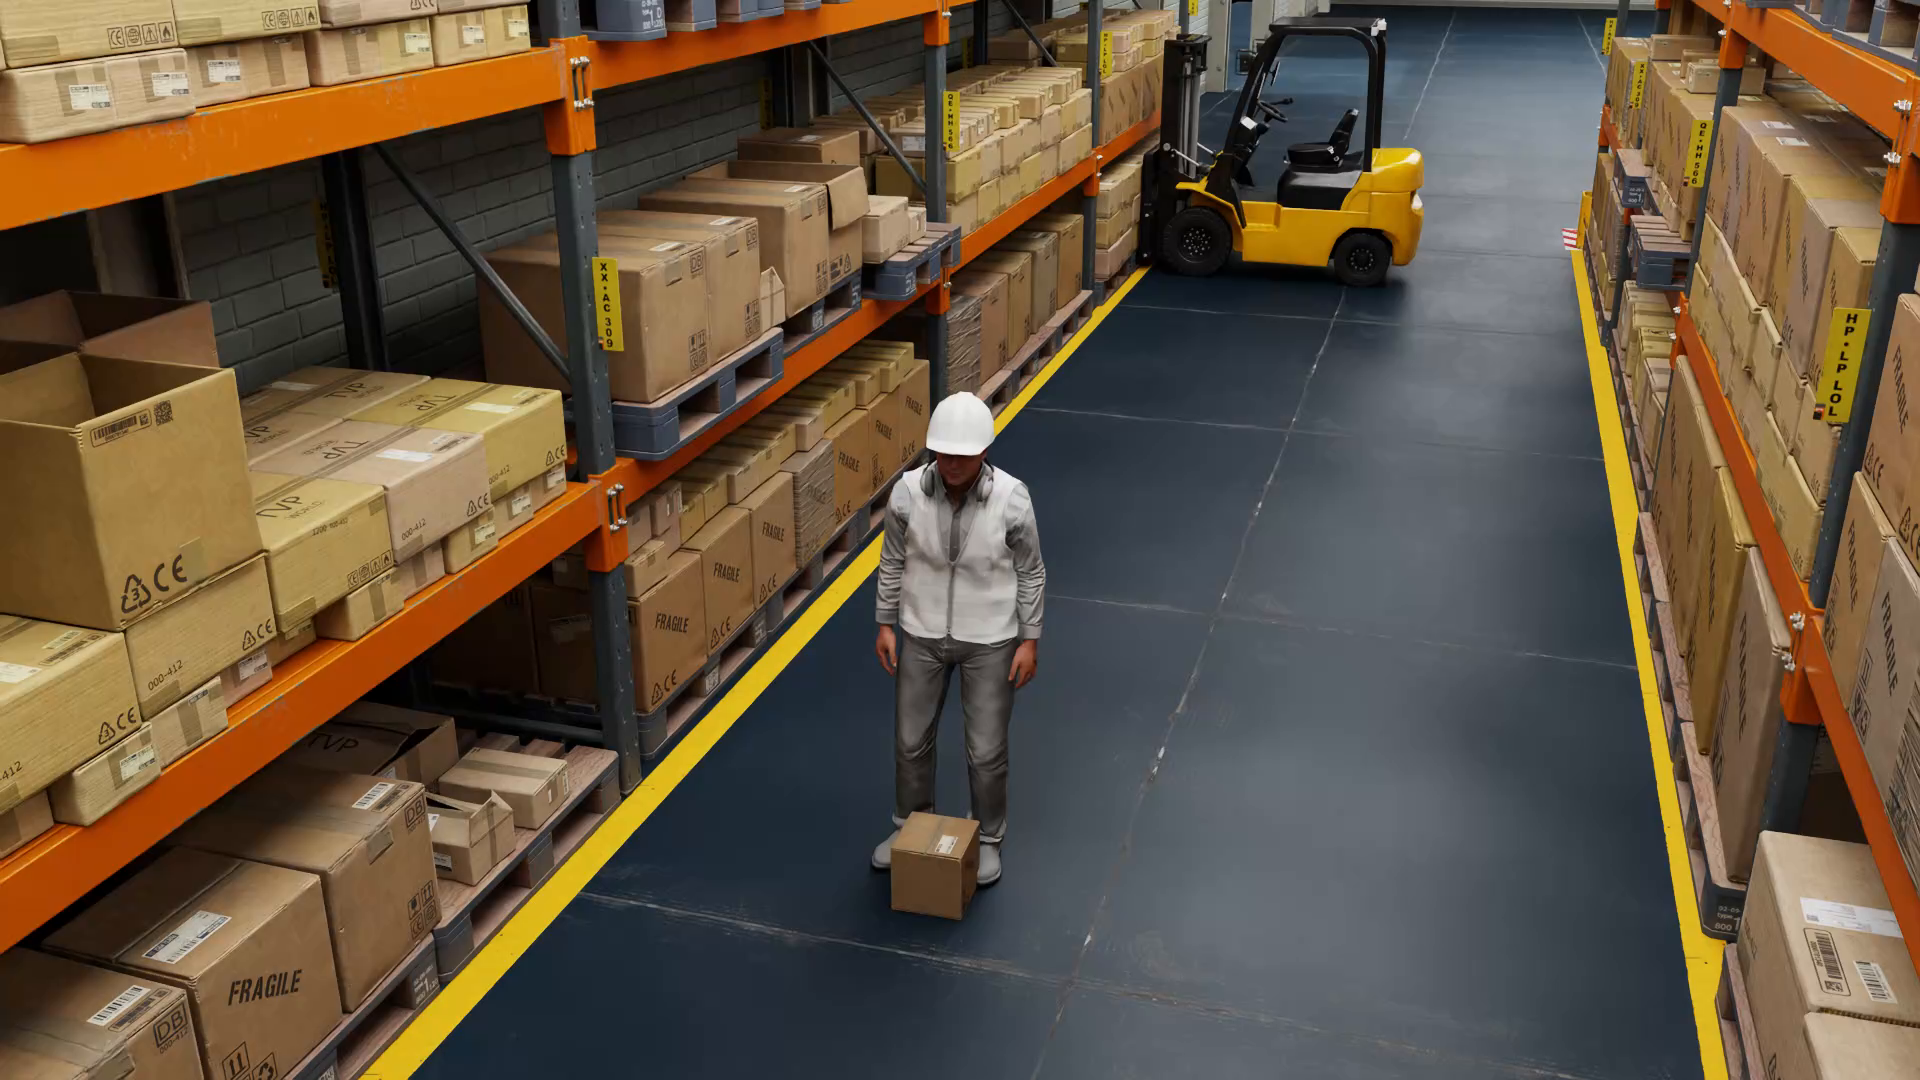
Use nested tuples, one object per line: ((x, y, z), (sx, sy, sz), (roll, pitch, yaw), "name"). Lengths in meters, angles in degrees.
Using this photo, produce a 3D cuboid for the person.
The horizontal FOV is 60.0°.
((-0.008, 0.330, 5.727), (0.591, 1.770, 0.465), (5, 22, 12), "person")
